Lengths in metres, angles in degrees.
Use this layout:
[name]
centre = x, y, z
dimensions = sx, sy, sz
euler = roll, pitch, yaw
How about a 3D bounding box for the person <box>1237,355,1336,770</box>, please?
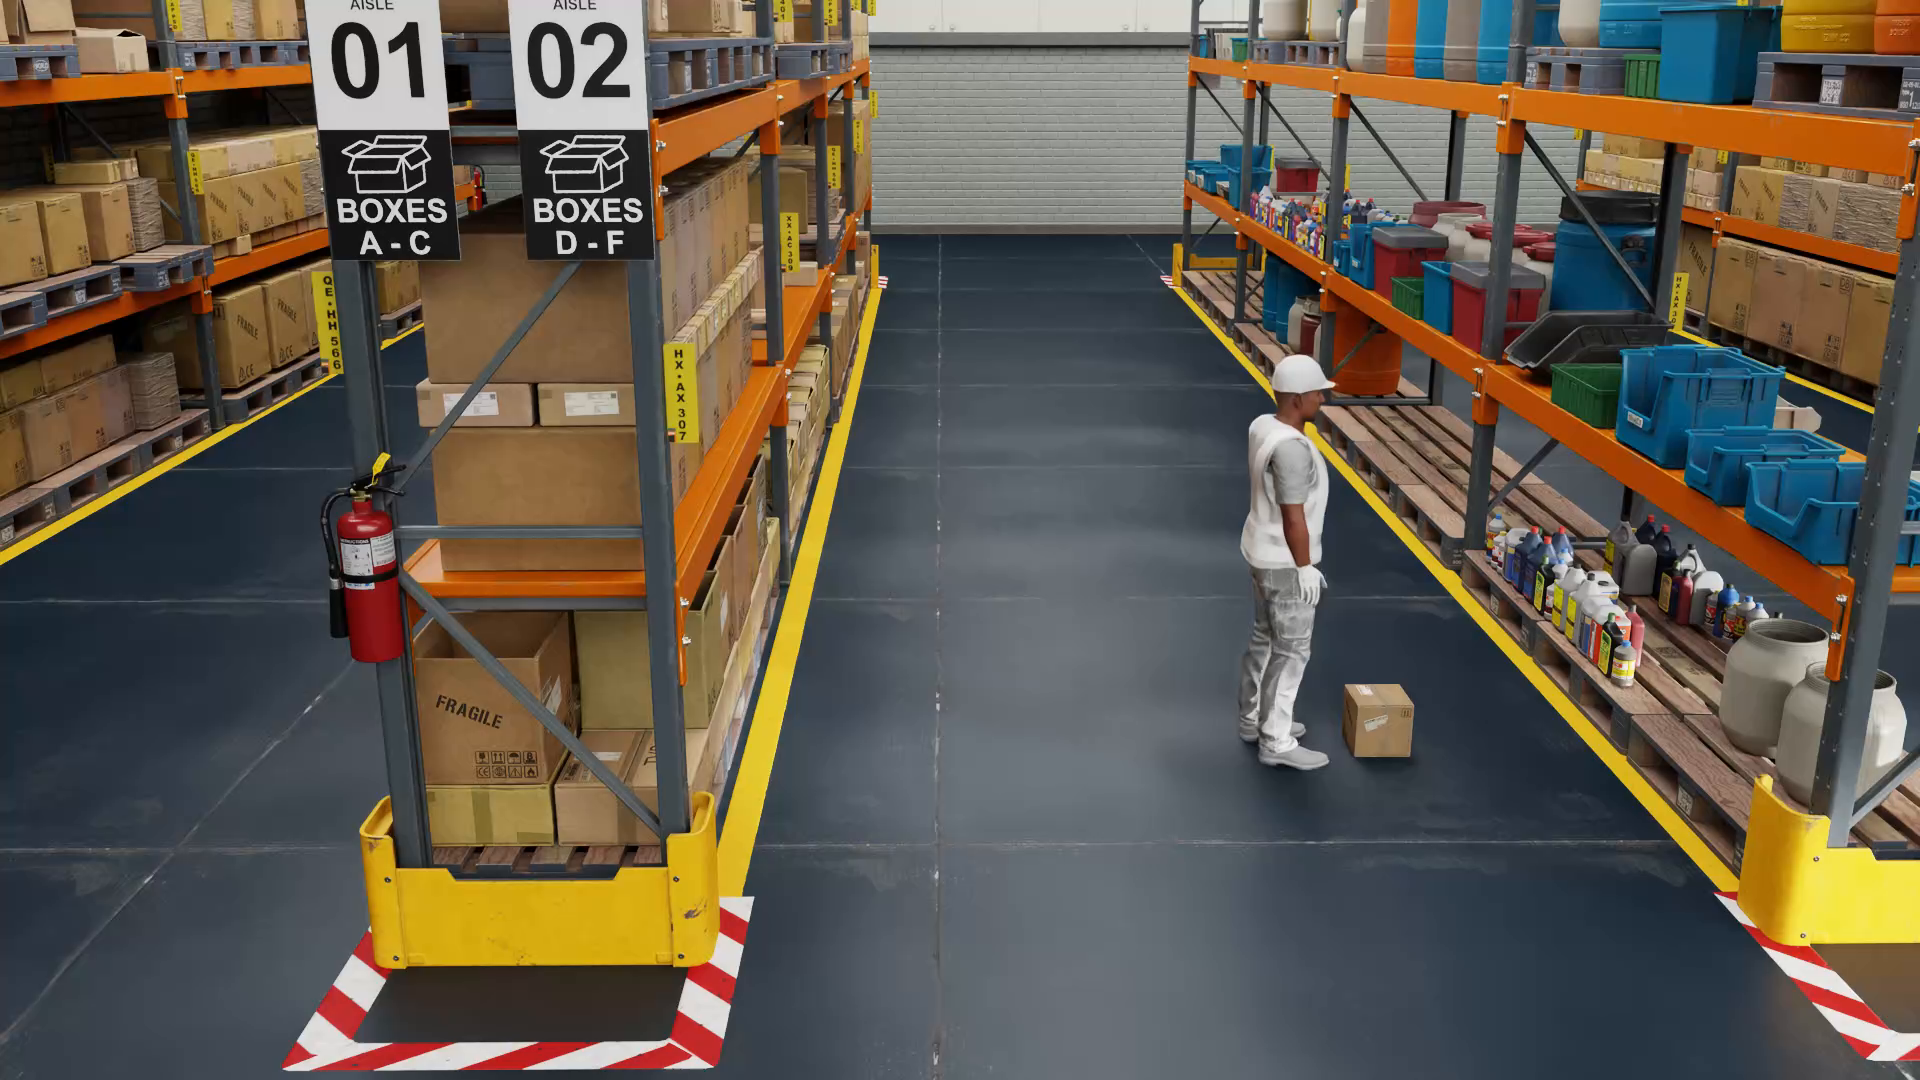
[person]
centre = 1.425, 0.080, 7.242
dimensions = 0.390, 1.787, 0.550
euler = 0, 17, 0
